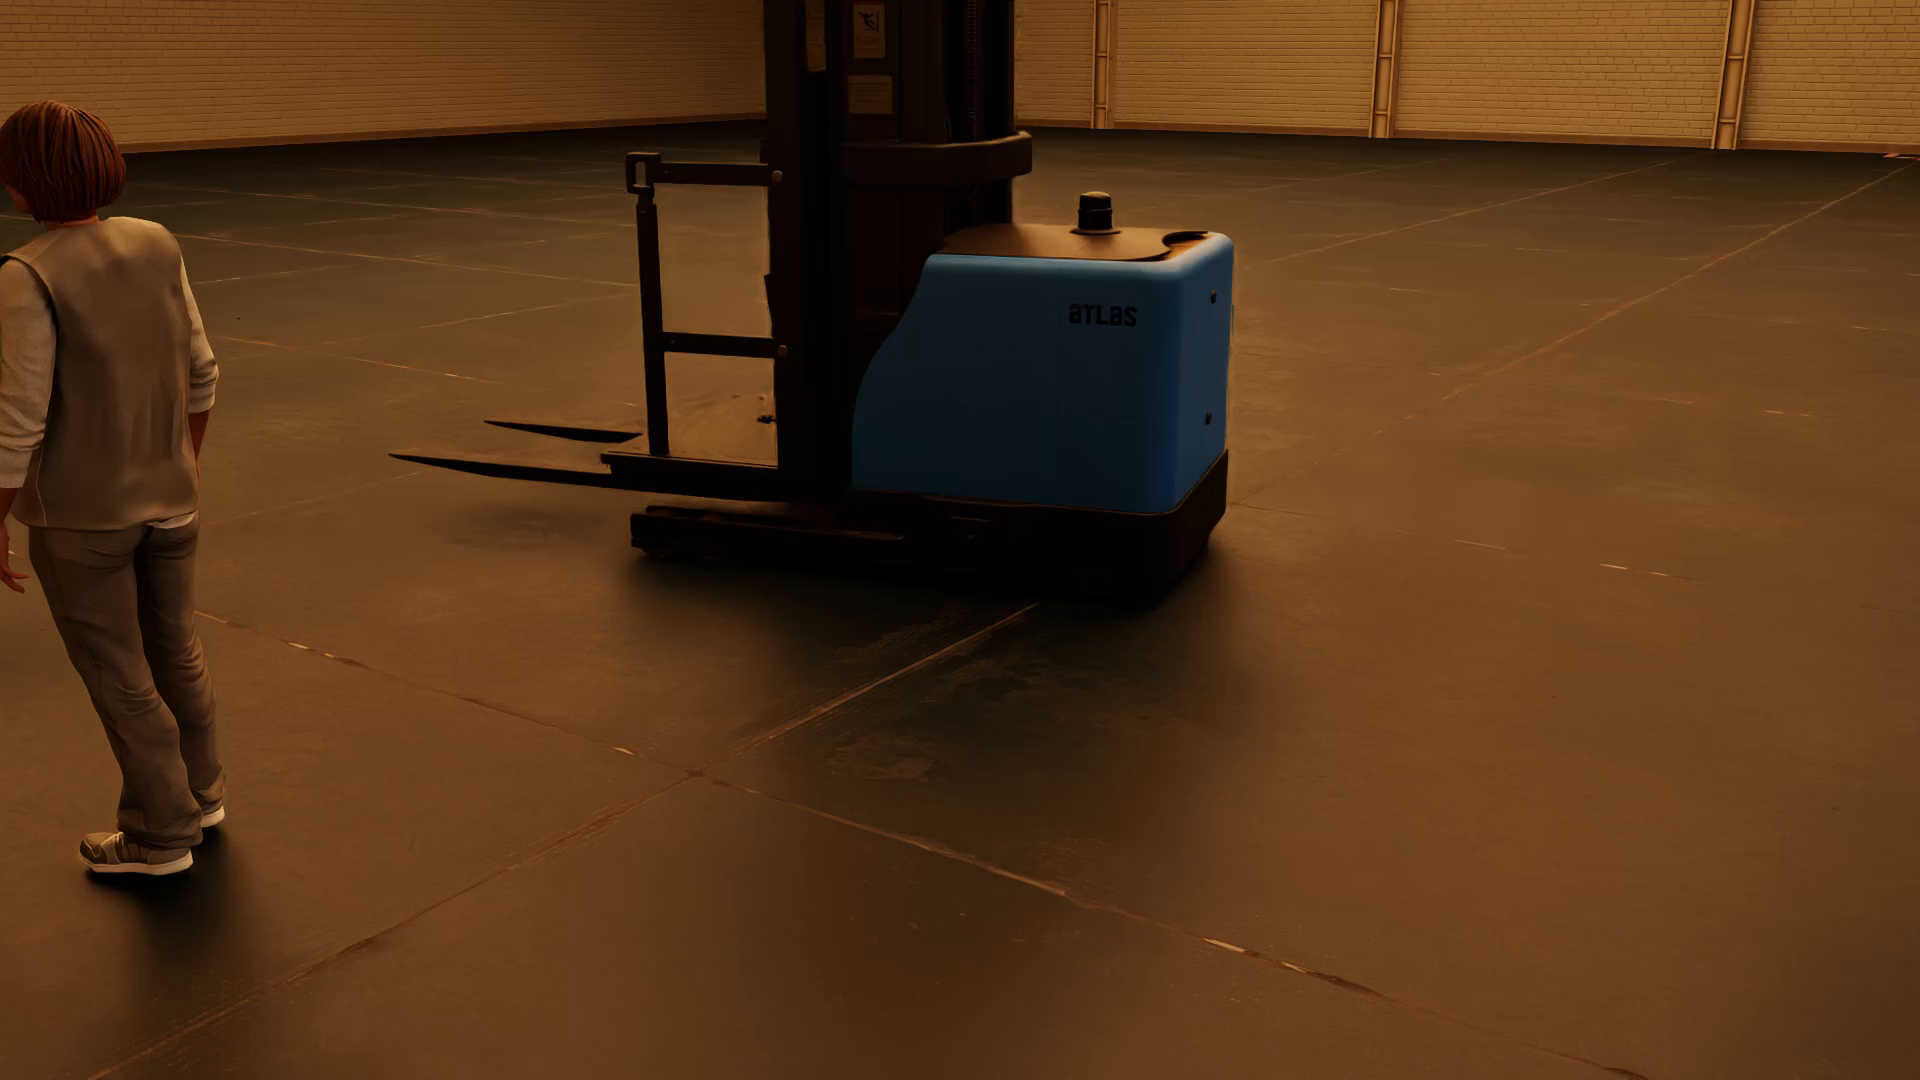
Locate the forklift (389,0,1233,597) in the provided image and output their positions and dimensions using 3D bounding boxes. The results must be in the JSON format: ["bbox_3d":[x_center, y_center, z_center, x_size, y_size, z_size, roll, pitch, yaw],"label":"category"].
[{"bbox_3d":[-0.612,-1.461,5.717,3.031,2.935,1.130,6,18,18],"label":"forklift"}]

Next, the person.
[{"bbox_3d":[-1.762,-0.068,3.366,0.476,1.597,0.518,7,18,24],"label":"person"}]
